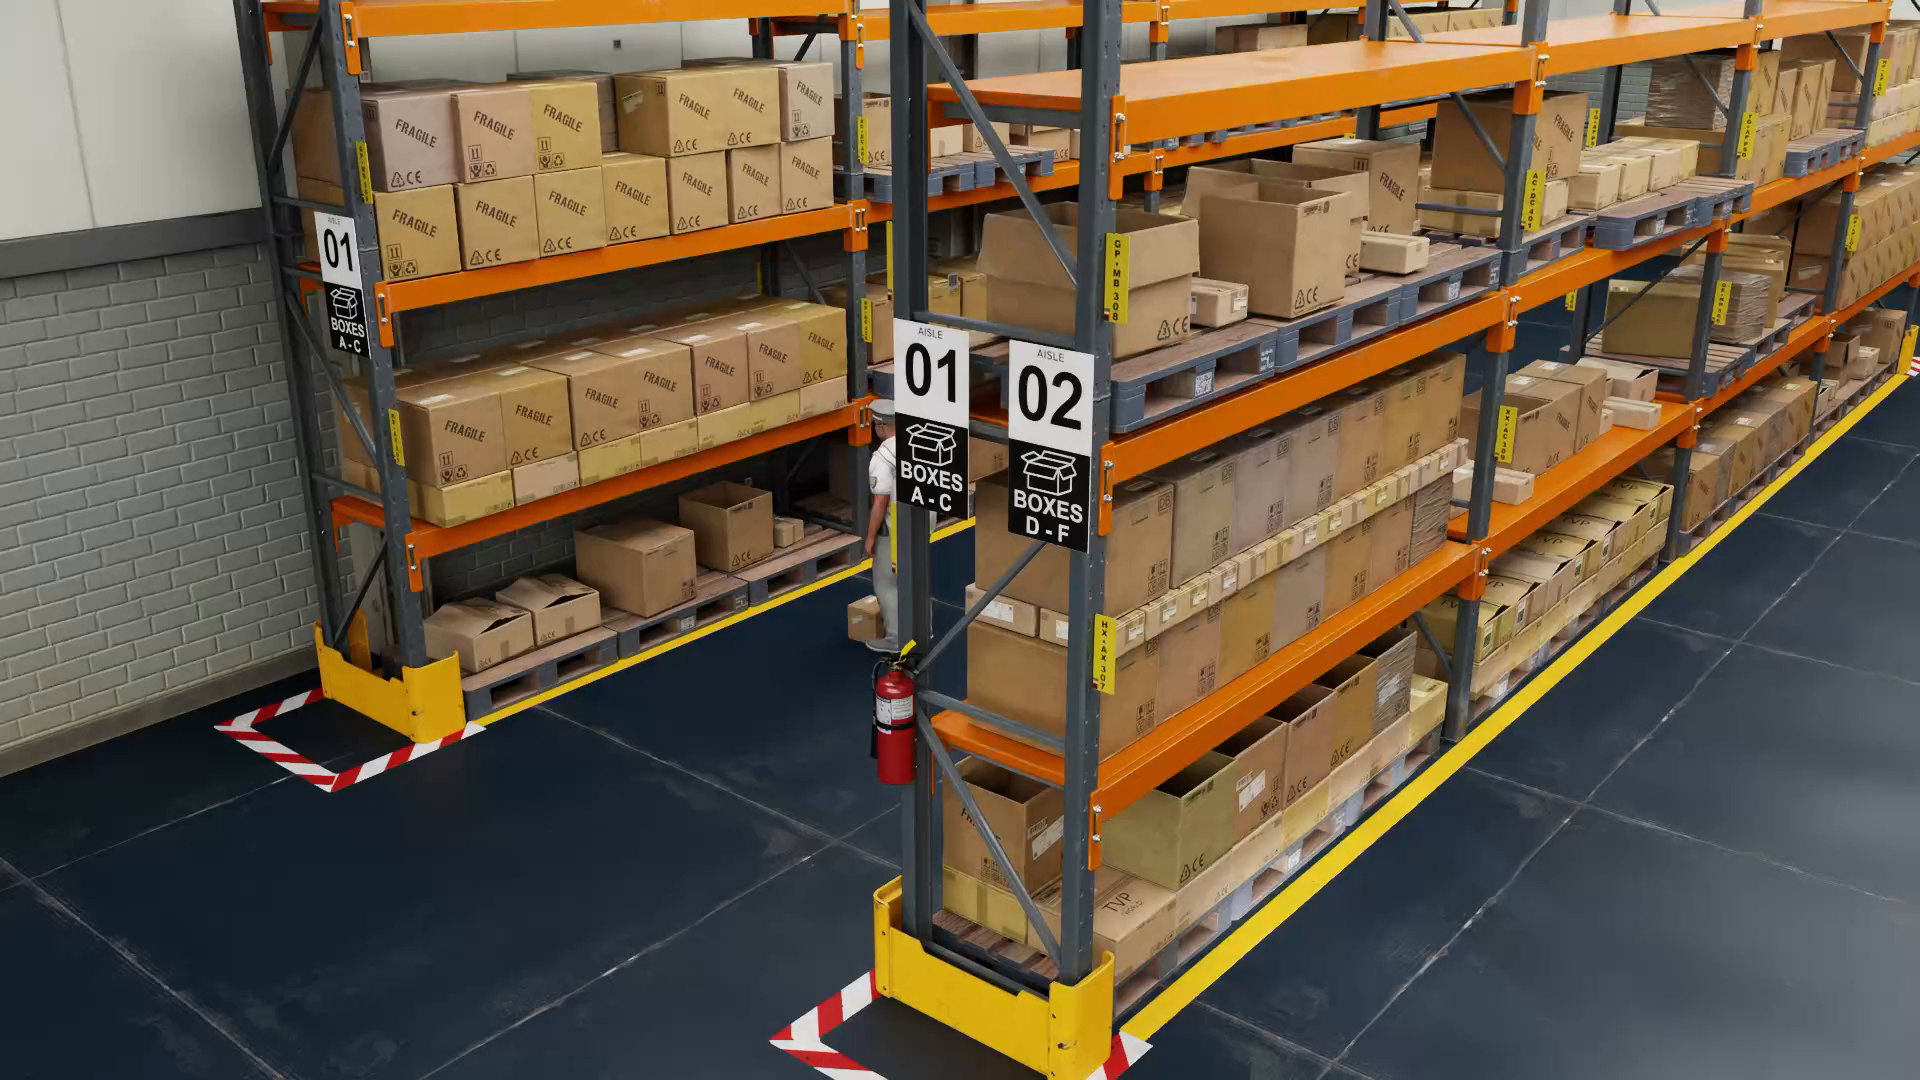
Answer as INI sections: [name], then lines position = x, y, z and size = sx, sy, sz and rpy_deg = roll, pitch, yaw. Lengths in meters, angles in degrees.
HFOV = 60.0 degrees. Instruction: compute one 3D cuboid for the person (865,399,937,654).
[person]
position = -0.398, -0.082, 11.288
size = 0.431, 1.748, 0.599
rpy_deg = 15, 25, 35
